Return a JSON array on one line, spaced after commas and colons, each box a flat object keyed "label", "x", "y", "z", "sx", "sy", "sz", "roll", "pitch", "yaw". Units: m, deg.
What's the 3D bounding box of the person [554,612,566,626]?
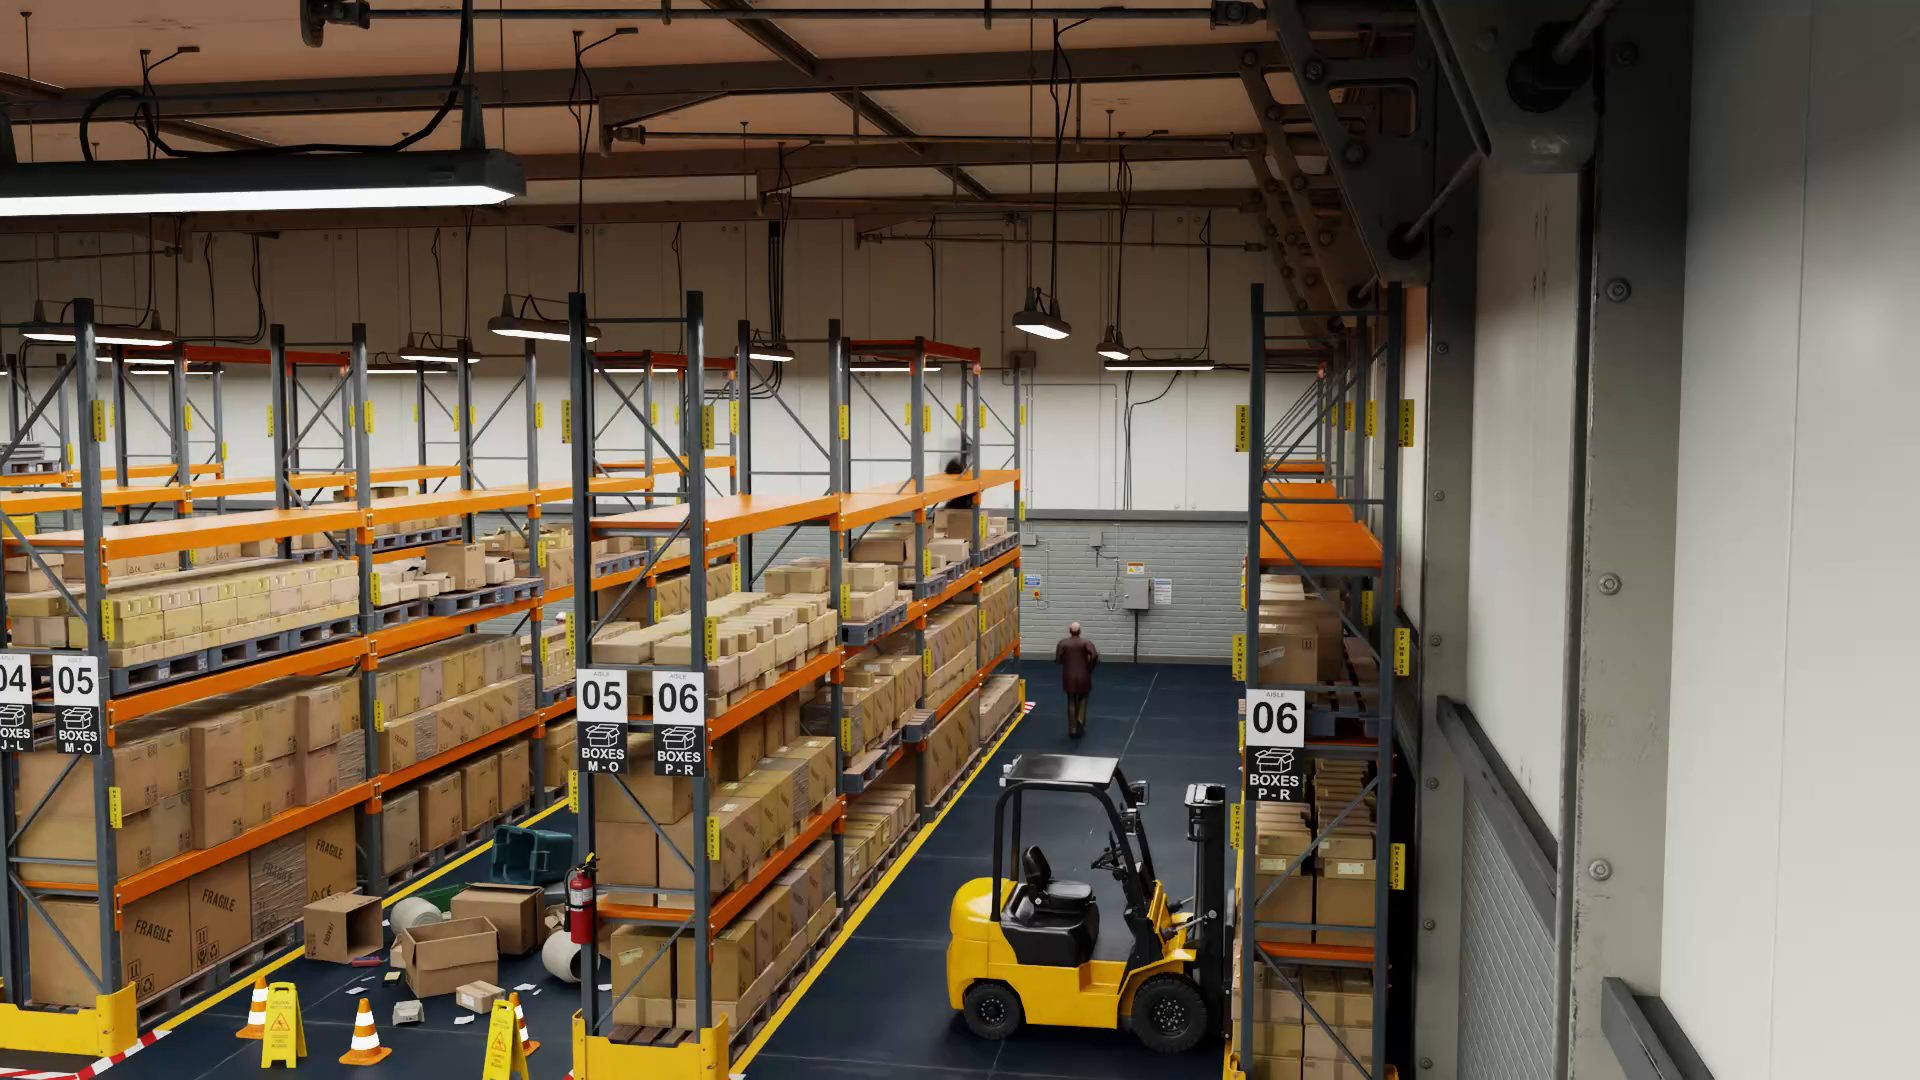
[{"label": "person", "x": -6.469, "y": 2.092, "z": 27.325, "sx": 0.640, "sy": 1.836, "sz": 0.764, "roll": 1, "pitch": 5, "yaw": 11}]

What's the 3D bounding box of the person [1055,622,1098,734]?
[{"label": "person", "x": 1.842, "y": 2.199, "z": 26.208, "sx": 0.687, "sy": 1.827, "sz": 0.687, "roll": 1, "pitch": 5, "yaw": 7}]
